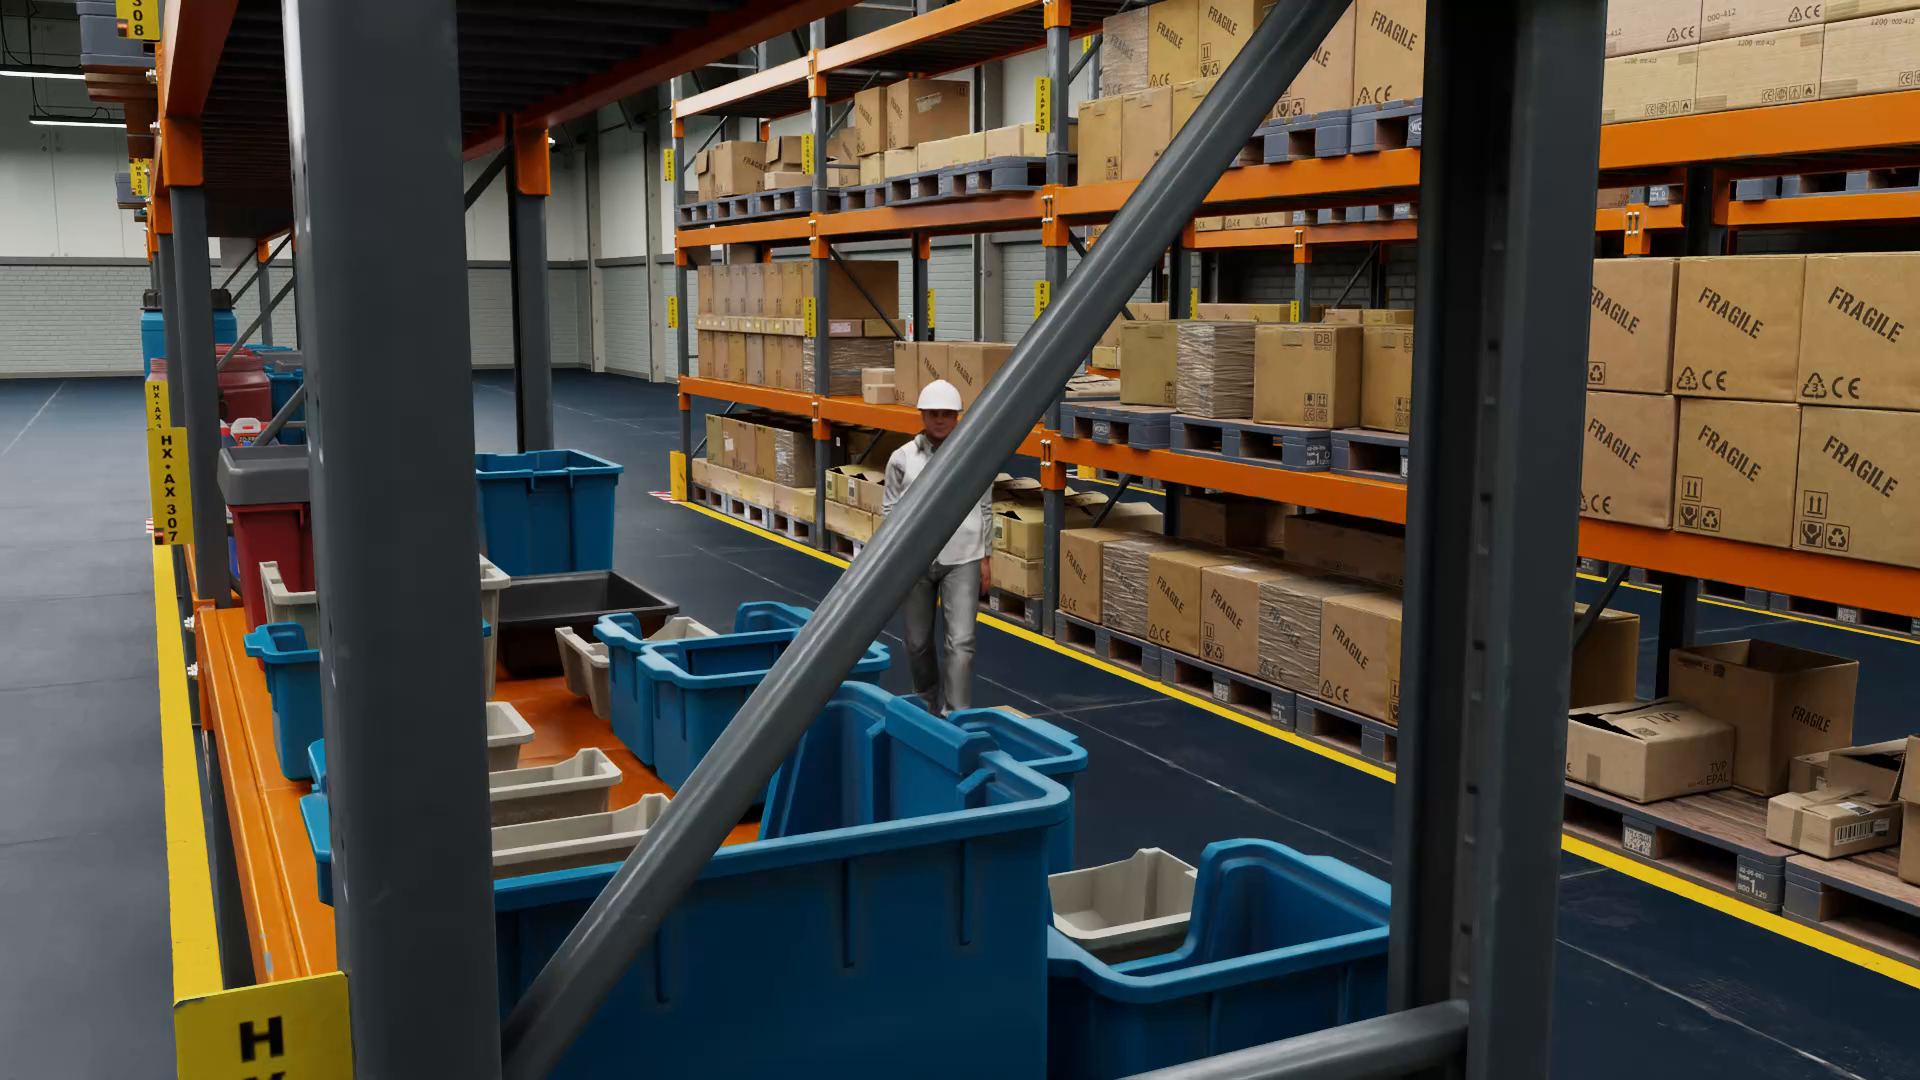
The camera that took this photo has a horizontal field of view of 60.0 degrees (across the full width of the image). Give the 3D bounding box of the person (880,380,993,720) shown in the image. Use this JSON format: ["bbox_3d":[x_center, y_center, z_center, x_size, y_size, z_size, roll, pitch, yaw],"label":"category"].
[{"bbox_3d":[-0.117,0.099,8.075,0.546,1.741,0.884,0,8,2],"label":"person"}]
